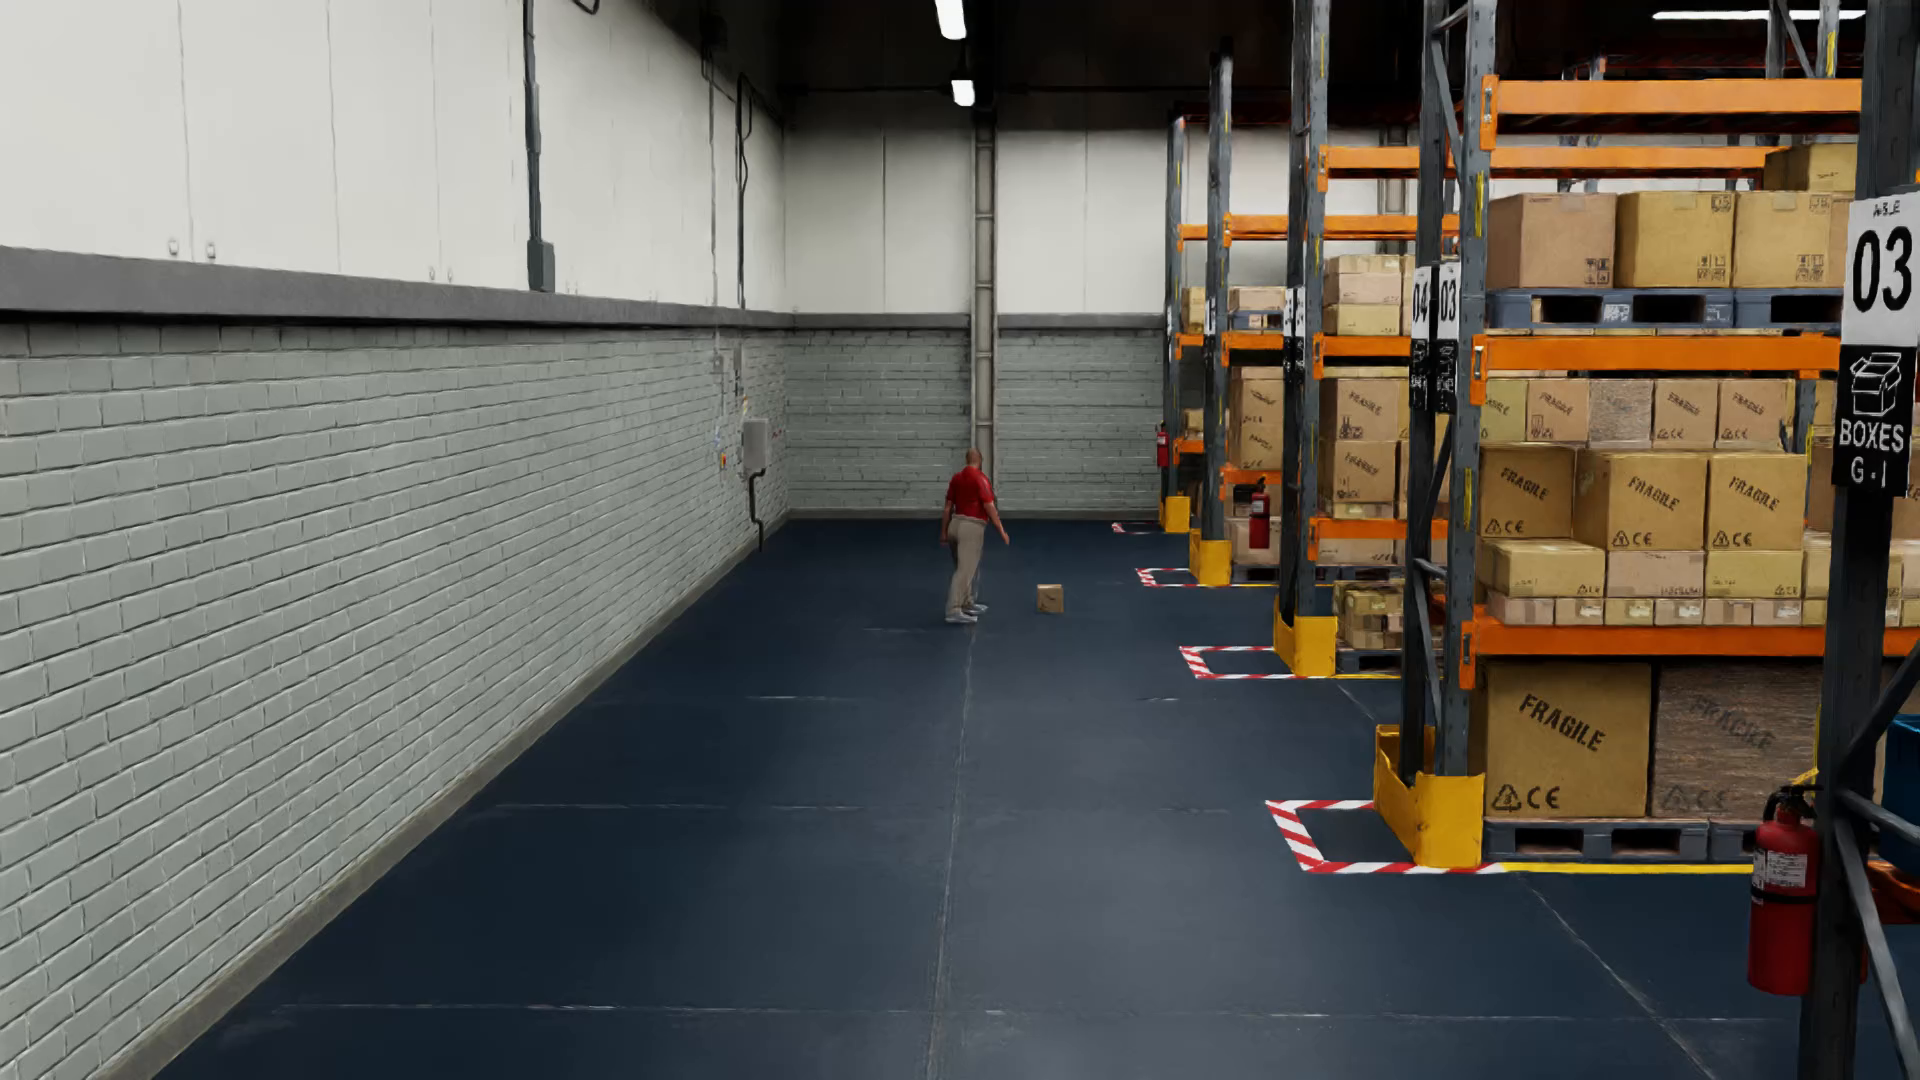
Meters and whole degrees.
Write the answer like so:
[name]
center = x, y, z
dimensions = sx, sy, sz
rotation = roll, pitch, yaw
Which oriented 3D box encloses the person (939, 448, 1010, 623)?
[person]
center = 0.108, -0.062, 16.405
dimensions = 0.757, 1.690, 0.677
rotation = -5, 9, -35
